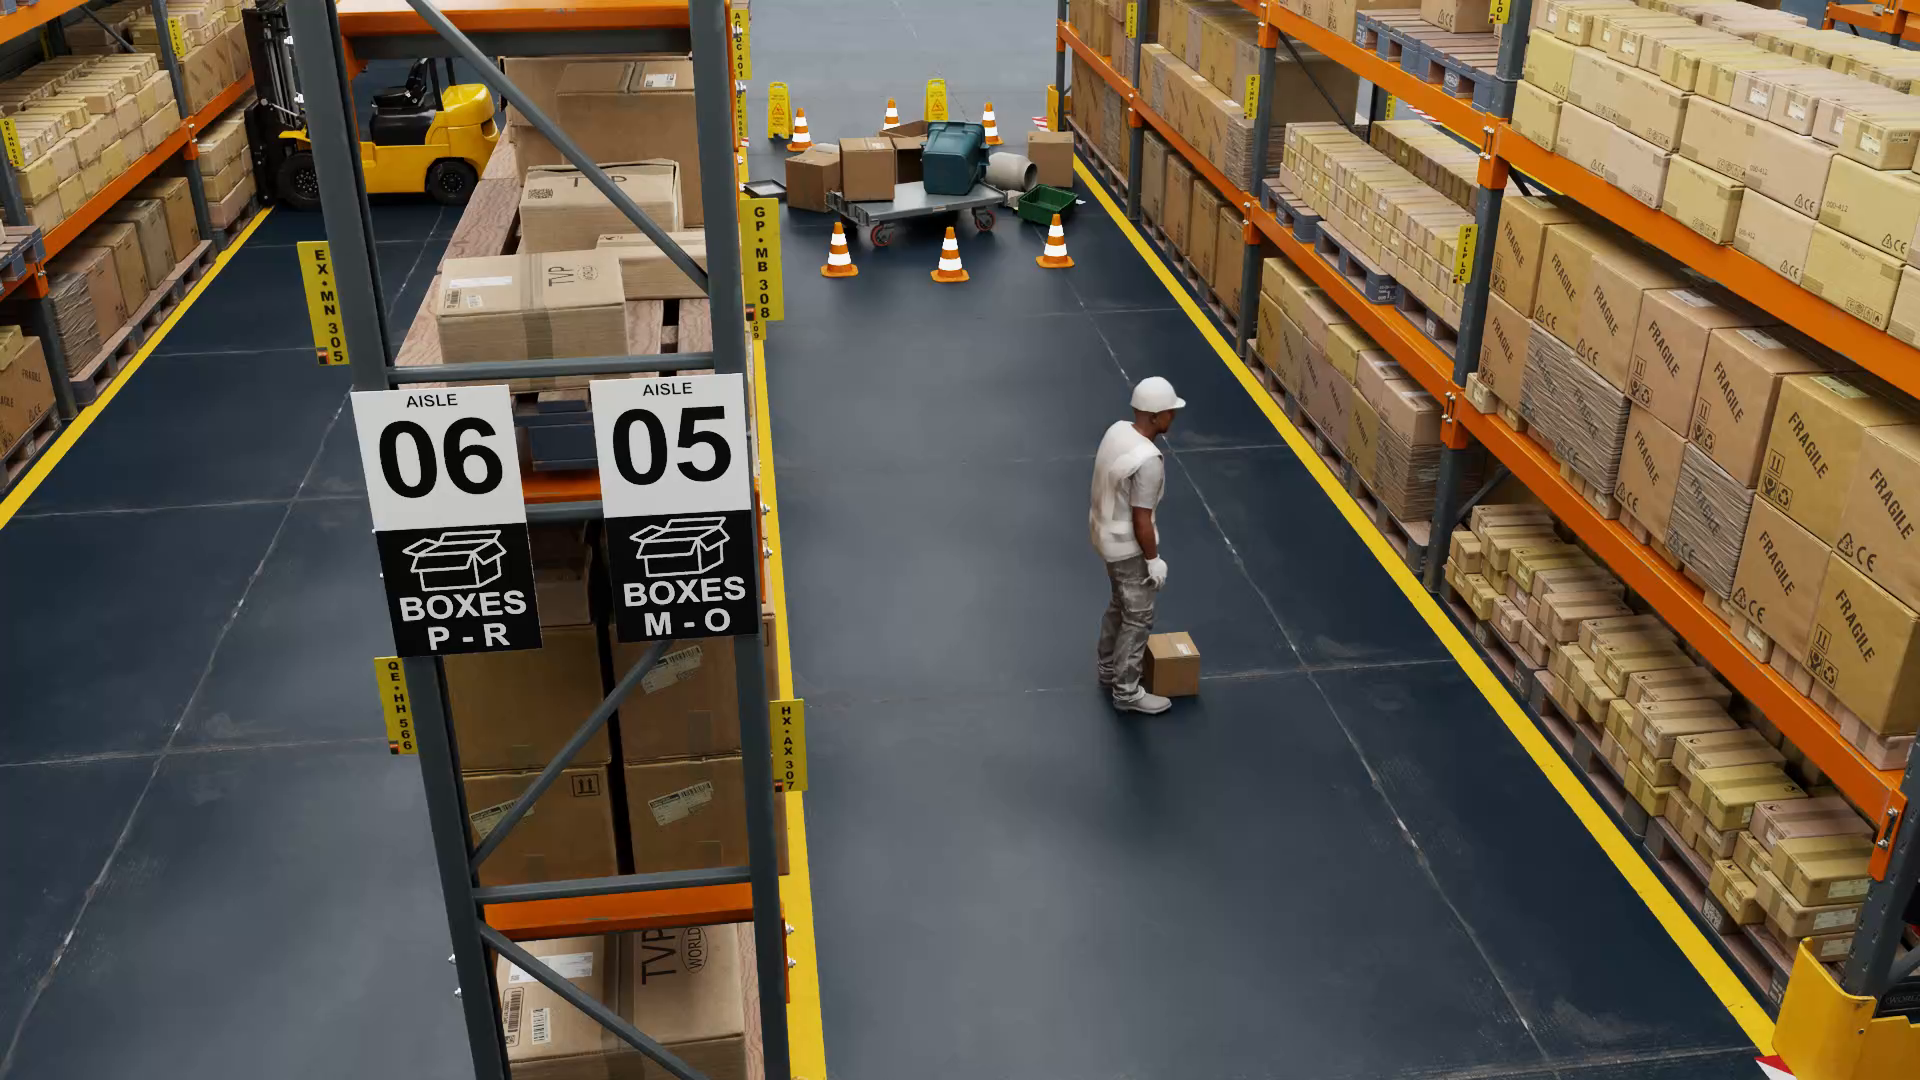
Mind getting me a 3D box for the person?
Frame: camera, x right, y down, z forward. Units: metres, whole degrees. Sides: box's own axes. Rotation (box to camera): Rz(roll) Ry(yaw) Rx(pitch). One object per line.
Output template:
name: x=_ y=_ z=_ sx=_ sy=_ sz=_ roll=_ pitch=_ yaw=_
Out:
person: x=0.905 y=0.011 z=8.582 sx=0.450 sy=1.774 sz=0.632 roll=-4 pitch=27 yaw=-9
